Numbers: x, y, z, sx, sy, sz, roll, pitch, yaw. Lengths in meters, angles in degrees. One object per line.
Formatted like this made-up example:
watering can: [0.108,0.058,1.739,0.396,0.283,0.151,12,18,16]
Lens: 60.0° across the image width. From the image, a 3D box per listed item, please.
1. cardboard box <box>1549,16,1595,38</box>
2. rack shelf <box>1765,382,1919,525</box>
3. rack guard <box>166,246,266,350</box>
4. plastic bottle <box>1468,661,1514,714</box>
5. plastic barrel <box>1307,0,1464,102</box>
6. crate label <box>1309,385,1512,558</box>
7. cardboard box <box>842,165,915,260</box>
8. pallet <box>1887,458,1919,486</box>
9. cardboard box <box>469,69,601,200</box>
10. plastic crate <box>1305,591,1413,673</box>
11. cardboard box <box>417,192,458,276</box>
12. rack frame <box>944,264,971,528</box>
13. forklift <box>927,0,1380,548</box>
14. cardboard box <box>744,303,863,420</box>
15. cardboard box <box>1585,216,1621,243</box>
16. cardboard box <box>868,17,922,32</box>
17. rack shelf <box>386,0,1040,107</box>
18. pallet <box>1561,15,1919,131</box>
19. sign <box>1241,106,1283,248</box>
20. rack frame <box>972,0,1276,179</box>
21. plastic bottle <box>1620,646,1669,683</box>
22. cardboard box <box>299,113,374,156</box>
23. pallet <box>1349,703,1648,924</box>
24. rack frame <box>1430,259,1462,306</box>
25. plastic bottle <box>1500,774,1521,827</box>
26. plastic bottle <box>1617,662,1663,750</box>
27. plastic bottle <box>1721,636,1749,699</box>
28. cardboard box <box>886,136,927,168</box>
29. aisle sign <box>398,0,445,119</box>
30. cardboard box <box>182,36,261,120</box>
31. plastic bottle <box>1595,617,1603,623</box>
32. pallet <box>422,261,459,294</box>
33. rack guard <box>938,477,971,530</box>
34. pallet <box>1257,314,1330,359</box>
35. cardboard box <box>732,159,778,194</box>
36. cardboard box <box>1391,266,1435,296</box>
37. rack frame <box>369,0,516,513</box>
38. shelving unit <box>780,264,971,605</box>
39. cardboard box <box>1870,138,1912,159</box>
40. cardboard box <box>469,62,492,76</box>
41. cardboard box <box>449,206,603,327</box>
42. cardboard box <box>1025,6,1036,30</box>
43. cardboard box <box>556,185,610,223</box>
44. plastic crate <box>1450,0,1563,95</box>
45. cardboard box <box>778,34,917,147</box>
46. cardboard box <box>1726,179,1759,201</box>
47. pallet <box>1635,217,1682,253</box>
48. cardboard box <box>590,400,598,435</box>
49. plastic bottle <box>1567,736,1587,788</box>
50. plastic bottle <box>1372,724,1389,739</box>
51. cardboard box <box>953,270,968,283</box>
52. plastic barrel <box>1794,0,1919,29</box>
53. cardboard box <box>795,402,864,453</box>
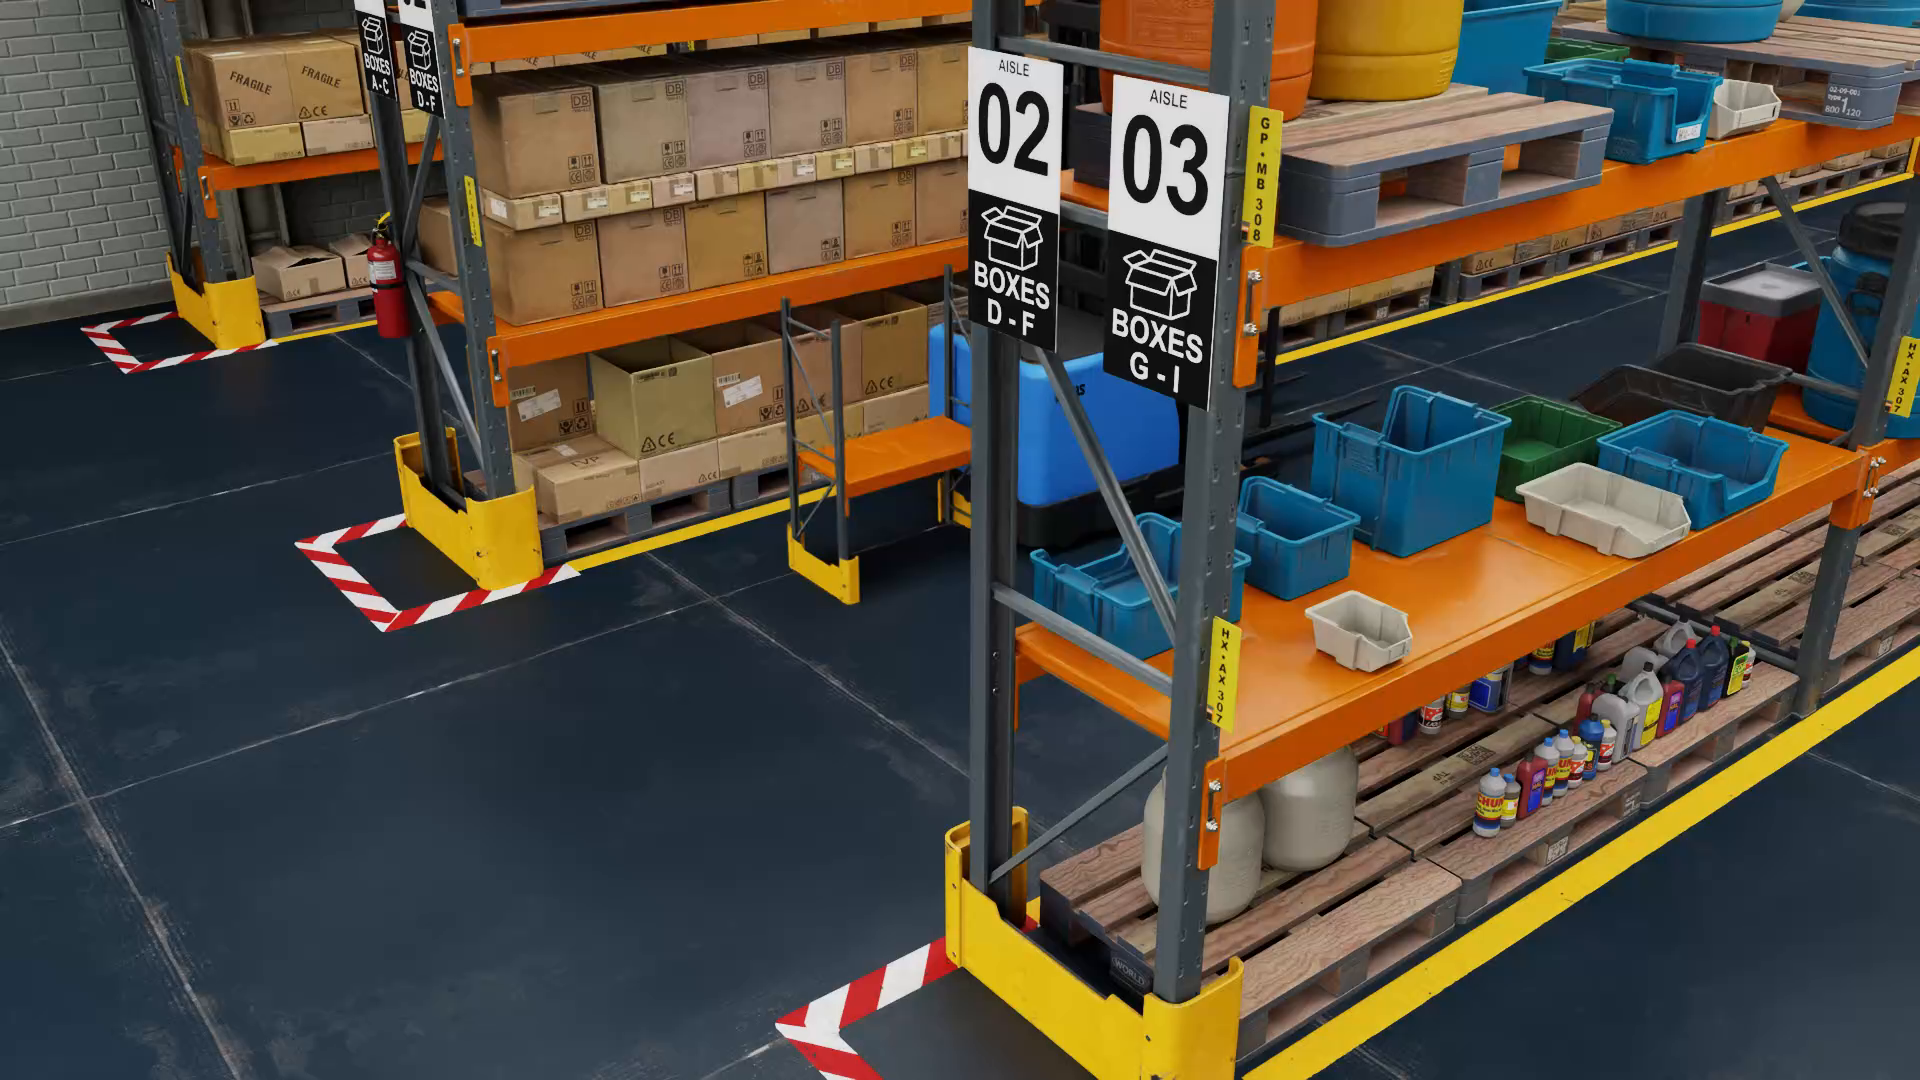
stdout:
cardboard box: [4.892,-4.019,13.728,0.500,0.500,0.700,-12,28,-24]
rack shelf: [5.108,-0.920,8.523,4.000,0.370,1.077,-18,31,-34]
rack guard: [-5.667,-1.855,12.654,0.348,0.500,1.175,-18,31,-34]
plastic bottle: [2.271,0.584,7.142,0.135,0.276,0.152,-18,31,-34]
plastic barrel: [1.205,-1.662,4.983,0.600,0.588,0.600,0,25,0]
crate label: [1.668,-0.271,6.229,0.616,0.435,0.502,-18,31,-34]
cardboard box: [-0.673,-2.028,9.938,0.500,0.500,0.700,-18,30,-33]
pallet: [6.048,-0.312,9.672,1.213,0.211,1.003,-18,31,-34]
cardboard box: [-2.250,-2.094,8.539,0.500,0.500,0.700,-18,30,-34]
plastic crate: [1.289,0.306,5.340,0.250,0.136,0.298,-18,31,-34]
cardboard box: [-4.070,-2.507,13.536,0.500,0.500,0.700,-21,32,-37]
rack frame: [0.077,-0.705,8.988,0.032,1.500,0.500,-18,30,-33]
forklift: [1.291,-1.766,9.573,3.031,2.935,1.130,-18,30,-33]
cardboard box: [-0.926,-1.067,9.863,0.500,0.500,0.500,-18,31,-34]
cardboard box: [5.377,-2.901,14.383,0.500,0.500,0.500,-19,31,-36]
cardboard box: [-0.762,-4.836,15.466,0.500,0.500,0.700,-18,31,-34]
rack shelf: [-1.093,-2.883,9.191,4.000,0.370,1.077,-18,31,-34]
pallet: [3.027,-1.782,6.187,1.003,0.211,1.213,-18,31,-34]
sign: [0.723,-0.869,3.985,0.005,0.325,0.100,-18,31,-34]
rack frame: [0.387,-2.409,3.750,0.127,3.000,1.000,-18,31,-34]
plastic bottle: [2.943,0.579,7.151,0.135,0.276,0.152,-18,31,-34]
cardboard box: [-4.747,-3.072,12.460,0.500,0.250,0.500,-19,31,-36]
pallet: [2.019,1.018,6.807,1.213,0.211,1.003,-18,31,-34]
rack frame: [3.628,-3.407,13.029,0.127,3.000,1.000,-18,31,-34]
plastic bottle: [2.087,0.988,6.360,0.097,0.201,0.097,0,25,0]
plastic bottle: [2.800,0.672,6.863,0.185,0.351,0.144,-18,31,-34]
plastic bottle: [3.359,0.540,7.227,0.133,0.283,0.061,-17,30,-32]
cardboard box: [-0.403,-2.303,9.759,0.250,0.149,0.380,-18,31,-34]
aisle sign: [-2.530,-2.390,7.748,0.004,0.787,0.394,-18,31,-34]
cardboard box: [-5.487,-3.443,12.370,0.500,0.500,0.500,-19,31,-35]
plastic bottle: [3.013,0.249,7.869,0.097,0.271,0.097,0,25,0]
pallet: [-4.046,-2.239,13.823,1.213,0.211,1.003,-18,31,-34]
rack guard: [0.076,-0.138,9.251,0.087,0.250,0.587,-18,30,-33]
pallet: [1.997,-1.627,12.504,1.213,0.211,1.003,-18,31,-34]
cardboard box: [-1.213,-2.035,9.182,0.250,0.149,0.380,-19,31,-35]
cardboard box: [3.365,-2.133,13.051,0.500,0.250,0.500,-17,30,-33]
rack frame: [-2.667,-1.329,8.551,0.127,3.000,1.000,-18,31,-34]
shelving unit: [-0.321,-0.578,8.715,1.083,1.500,0.587,-18,30,-33]
cardboard box: [9.648,-4.328,17.460,0.500,0.500,0.500,-18,31,-34]
cardboard box: [-3.961,-3.670,12.859,0.500,0.500,0.500,-17,30,-32]
cardboard box: [-2.292,-1.492,8.782,0.500,0.500,0.700,-18,31,-34]
cardboard box: [0.778,-5.447,16.927,0.500,0.500,0.500,-18,30,-34]
cardboard box: [-2.019,-1.769,8.609,0.250,0.149,0.380,-19,31,-35]
plastic crate: [1.701,-1.636,5.668,0.575,0.384,0.392,-18,31,-34]
cardboard box: [-0.656,-2.623,9.679,0.500,0.500,0.700,-18,31,-34]
cardboard box: [7.240,-3.464,15.822,0.500,0.311,0.500,-18,31,-34]
pallet: [6.159,-2.958,15.373,1.213,0.211,1.003,-18,31,-34]
cardboard box: [-2.041,-0.644,9.841,0.500,0.250,0.500,-18,31,-34]
plastic bottle: [2.432,0.874,6.606,0.097,0.201,0.097,0,25,0]
plastic bottle: [1.777,0.670,6.957,0.135,0.276,0.152,-18,30,-34]
cardboard box: [-0.077,-1.635,11.087,0.500,0.500,0.500,-18,31,-34]
plastic barrel: [3.801,-2.519,6.955,0.708,0.901,0.600,-18,31,-34]
cardboard box: [-0.926,-0.727,10.021,0.500,0.250,0.500,-18,31,-34]
